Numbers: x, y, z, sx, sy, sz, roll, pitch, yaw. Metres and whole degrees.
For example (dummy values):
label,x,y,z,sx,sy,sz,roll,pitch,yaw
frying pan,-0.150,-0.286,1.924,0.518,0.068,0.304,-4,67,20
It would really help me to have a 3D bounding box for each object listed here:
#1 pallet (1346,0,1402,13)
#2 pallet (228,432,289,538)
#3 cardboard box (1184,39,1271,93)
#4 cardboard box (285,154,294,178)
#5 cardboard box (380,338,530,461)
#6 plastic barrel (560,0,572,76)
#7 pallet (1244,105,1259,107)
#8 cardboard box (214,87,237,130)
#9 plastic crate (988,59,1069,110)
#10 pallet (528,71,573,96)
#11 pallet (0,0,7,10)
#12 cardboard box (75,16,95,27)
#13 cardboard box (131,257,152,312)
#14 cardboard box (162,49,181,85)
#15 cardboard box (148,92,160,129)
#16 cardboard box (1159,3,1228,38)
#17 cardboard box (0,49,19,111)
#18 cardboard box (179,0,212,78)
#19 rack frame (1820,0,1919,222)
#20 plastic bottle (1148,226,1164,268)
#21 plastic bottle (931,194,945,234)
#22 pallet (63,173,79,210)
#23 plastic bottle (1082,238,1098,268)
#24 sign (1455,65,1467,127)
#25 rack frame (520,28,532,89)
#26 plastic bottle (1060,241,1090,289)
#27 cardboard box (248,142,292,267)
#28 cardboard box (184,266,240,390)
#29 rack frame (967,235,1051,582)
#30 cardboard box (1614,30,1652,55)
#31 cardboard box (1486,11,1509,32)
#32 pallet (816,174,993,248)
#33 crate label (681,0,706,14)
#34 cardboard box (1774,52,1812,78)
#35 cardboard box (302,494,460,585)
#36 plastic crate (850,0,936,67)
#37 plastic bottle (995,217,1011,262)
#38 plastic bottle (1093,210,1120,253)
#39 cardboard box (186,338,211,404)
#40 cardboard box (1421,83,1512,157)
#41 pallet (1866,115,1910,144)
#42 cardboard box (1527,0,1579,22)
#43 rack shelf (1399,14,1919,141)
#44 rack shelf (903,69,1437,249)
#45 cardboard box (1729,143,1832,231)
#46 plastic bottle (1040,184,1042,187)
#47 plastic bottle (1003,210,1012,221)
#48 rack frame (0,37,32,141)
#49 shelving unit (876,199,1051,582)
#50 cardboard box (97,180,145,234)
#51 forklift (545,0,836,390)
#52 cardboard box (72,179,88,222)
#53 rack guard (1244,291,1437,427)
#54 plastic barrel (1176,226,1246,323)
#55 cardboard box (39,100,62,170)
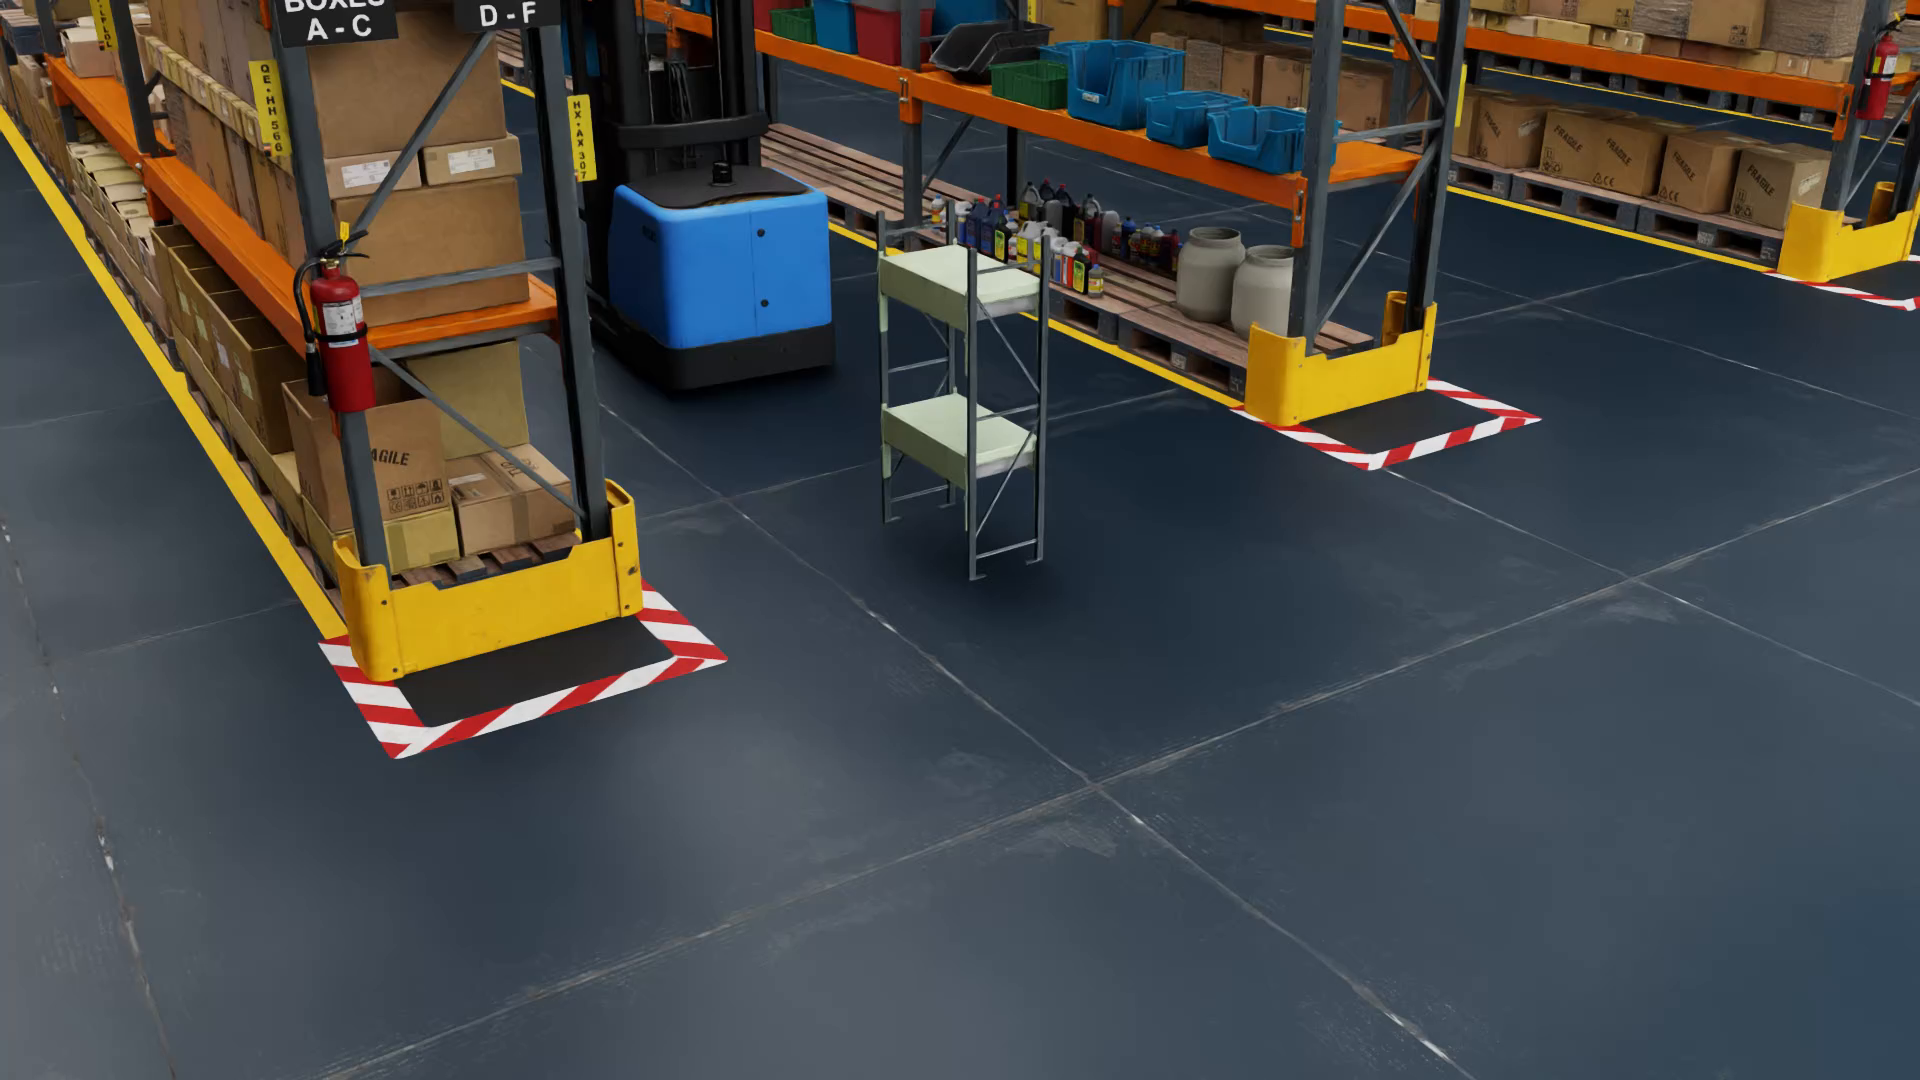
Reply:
label,x,y,z,sx,sy,sz,roll,pitch,yaw
pallet,3.894,-4.949,14.945,1.003,0.211,1.213,-16,29,-30
pallet,-3.044,-0.430,8.413,1.003,0.211,1.213,-16,29,-30
cardboard box,2.701,-4.798,16.812,0.700,0.500,0.500,-18,31,-34
cardboard box,-2.442,-1.515,6.568,0.380,0.149,0.250,-15,29,-28
cardboard box,-2.311,-0.698,7.566,0.500,0.500,0.500,-16,29,-30
plastic barrel,-4.045,-5.478,17.807,0.600,0.901,0.708,-16,29,-30
pallet,3.093,-4.183,16.363,1.003,0.211,1.213,-16,29,-30
cardboard box,-3.146,-1.976,7.545,0.380,0.149,0.250,-16,30,-30
plastic crate,0.544,-2.927,10.686,0.450,0.188,0.662,-16,29,-30
pallet,-3.942,-4.889,17.860,1.003,0.211,1.213,-16,29,-30
pallet,-8.136,-4.885,14.809,1.003,0.211,1.213,-16,29,-30
cardboard box,-6.135,-3.672,12.118,0.500,0.311,0.500,-14,28,-26
cardboard box,-4.857,-1.630,10.418,0.500,0.250,0.500,-16,30,-30
cardboard box,-3.849,-2.437,8.522,0.380,0.149,0.250,-16,30,-31
cardboard box,-4.747,-2.632,9.970,0.396,0.266,0.258,-16,30,-31
cardboard box,2.396,-5.334,17.071,0.500,0.250,0.500,-14,29,-28
cardboard box,-9.029,-4.489,16.158,0.500,0.500,0.500,-16,29,-30
cardboard box,-3.316,-2.536,7.972,0.700,0.500,0.500,-16,29,-30
rack frame,6.372,-3.298,11.223,1.000,3.000,0.127,-16,29,-30
plastic bottle,1.307,-1.953,11.053,0.097,0.271,0.097,0,25,0
plastic bottle,-0.154,-2.324,11.839,0.097,0.271,0.097,0,25,0
pallet,-6.673,-2.867,13.576,1.003,0.211,1.213,-16,29,-30
plastic bottle,0.827,-1.791,10.696,0.061,0.283,0.133,-16,29,-30
sign,2.686,-2.396,8.987,0.100,0.325,0.005,-16,29,-30
rack frame,-4.328,-6.436,17.870,1.000,3.000,0.127,-16,29,-30
plastic bottle,0.738,-1.762,10.645,0.152,0.276,0.135,-15,29,-29
cardboard box,-2.731,-1.572,7.448,0.700,0.500,0.500,-15,29,-29
cardboard box,-3.576,-1.111,8.439,0.500,0.500,0.500,-16,29,-30
rack frame,0.203,-0.545,7.147,0.400,1.500,0.023,-16,29,-30
cardboard box,5.137,-3.750,12.475,0.380,0.149,0.250,-16,29,-30
cardboard box,4.484,-4.206,13.439,0.380,0.149,0.250,-16,29,-30
pallet,-0.422,-2.585,12.979,1.003,0.211,1.213,-16,29,-30
crate label,-2.229,-4.691,14.370,0.303,0.233,0.416,-16,29,-30
cardboard box,5.908,-3.328,11.580,0.380,0.149,0.250,-16,29,-30
cardboard box,-2.470,-0.060,7.093,0.500,0.250,0.500,-16,29,-30
plastic crate,-0.482,-3.705,12.010,0.402,0.464,0.583,-16,29,-30
plastic bottle,0.290,-2.023,11.189,0.061,0.283,0.133,-14,29,-27
plastic bottle,0.999,-2.135,11.435,0.152,0.276,0.135,-15,29,-29
cardboard box,-3.845,-0.951,8.981,0.500,0.250,0.500,-16,29,-30
cardboard box,4.374,-3.636,14.374,0.500,0.500,0.500,-17,30,-31
pallet,9.419,-3.860,15.680,1.003,0.211,1.213,-16,29,-30
cardboard box,4.984,-4.391,13.072,0.875,0.500,0.500,-16,29,-30
rack shelf,5.281,-3.688,12.891,1.077,0.370,4.000,-16,29,-30
rack shelf,1.131,-2.534,10.446,1.077,0.370,4.000,-16,29,-30
cardboard box,6.046,-2.585,12.148,0.500,0.500,0.500,-10,27,-20
plastic bottle,0.578,-2.450,12.092,0.061,0.283,0.133,-14,29,-27
plastic bottle,0.312,-2.131,11.430,0.097,0.271,0.097,0,25,0
rack frame,-8.480,-5.283,15.427,1.000,3.000,0.127,-16,29,-30
shelving unit,0.004,-0.676,7.425,0.431,1.500,0.755,-16,29,-30
cardboard box,-5.405,-2.244,11.062,0.500,0.311,0.500,-16,30,-30
forklift,-1.895,-2.764,10.172,1.130,2.935,3.031,-14,28,-26
cardboard box,-6.257,-2.543,12.352,0.500,0.250,0.500,-16,29,-30
rack guard,2.142,-1.030,9.345,1.175,0.500,0.348,-16,29,-30
plastic barrel,1.526,-1.606,10.060,0.421,0.512,0.421,0,25,0
cardboard box,-7.286,-3.386,13.821,0.500,0.500,0.500,-17,30,-31
